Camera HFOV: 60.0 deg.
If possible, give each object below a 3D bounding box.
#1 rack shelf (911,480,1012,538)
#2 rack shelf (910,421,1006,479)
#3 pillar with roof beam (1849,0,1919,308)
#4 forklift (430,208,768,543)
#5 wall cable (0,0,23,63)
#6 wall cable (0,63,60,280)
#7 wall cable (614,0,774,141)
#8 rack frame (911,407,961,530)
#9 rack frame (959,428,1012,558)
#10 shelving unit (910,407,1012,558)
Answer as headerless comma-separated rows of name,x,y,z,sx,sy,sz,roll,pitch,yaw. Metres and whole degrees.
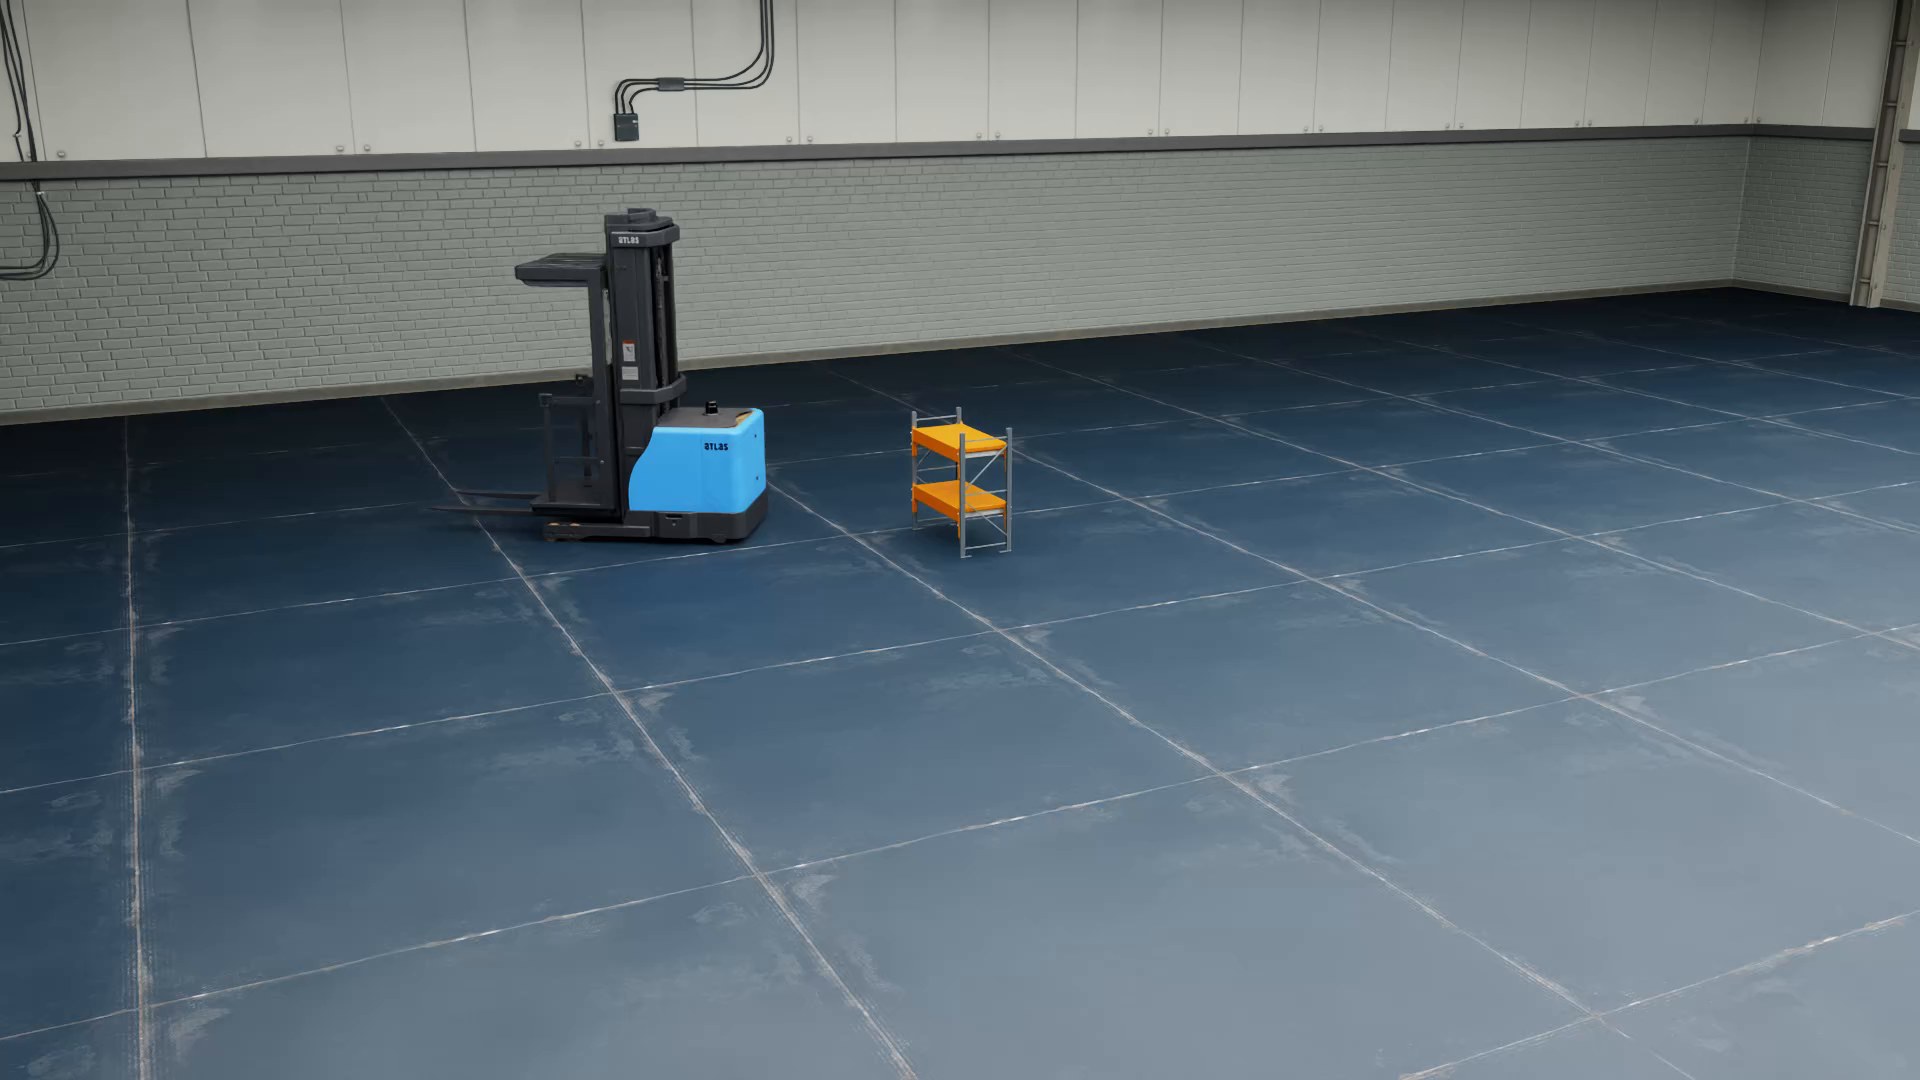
rack shelf,0.003,-0.304,15.156,0.538,0.278,1.000,-8,18,-25
rack shelf,0.003,-0.820,15.008,0.538,0.278,1.000,-8,18,-25
pillar with roof beam,12.417,-8.019,26.879,9.100,9.000,0.400,-8,18,-25
forklift,-3.391,-1.535,15.285,3.031,2.935,1.130,2,16,6
wall cable,-9.699,-6.885,19.400,3.097,2.526,0.112,-8,18,-25
wall cable,-12.131,-4.130,18.958,3.097,2.526,0.112,-8,18,-25
wall cable,-3.590,-8.401,22.044,2.305,6.003,0.169,-8,18,-25
rack frame,-0.220,-0.665,15.528,0.500,1.125,0.032,-8,18,-25
rack frame,0.226,-0.413,14.650,0.500,1.125,0.032,-8,18,-25
shelving unit,0.003,-0.539,15.089,0.538,1.125,1.048,-8,18,-25
